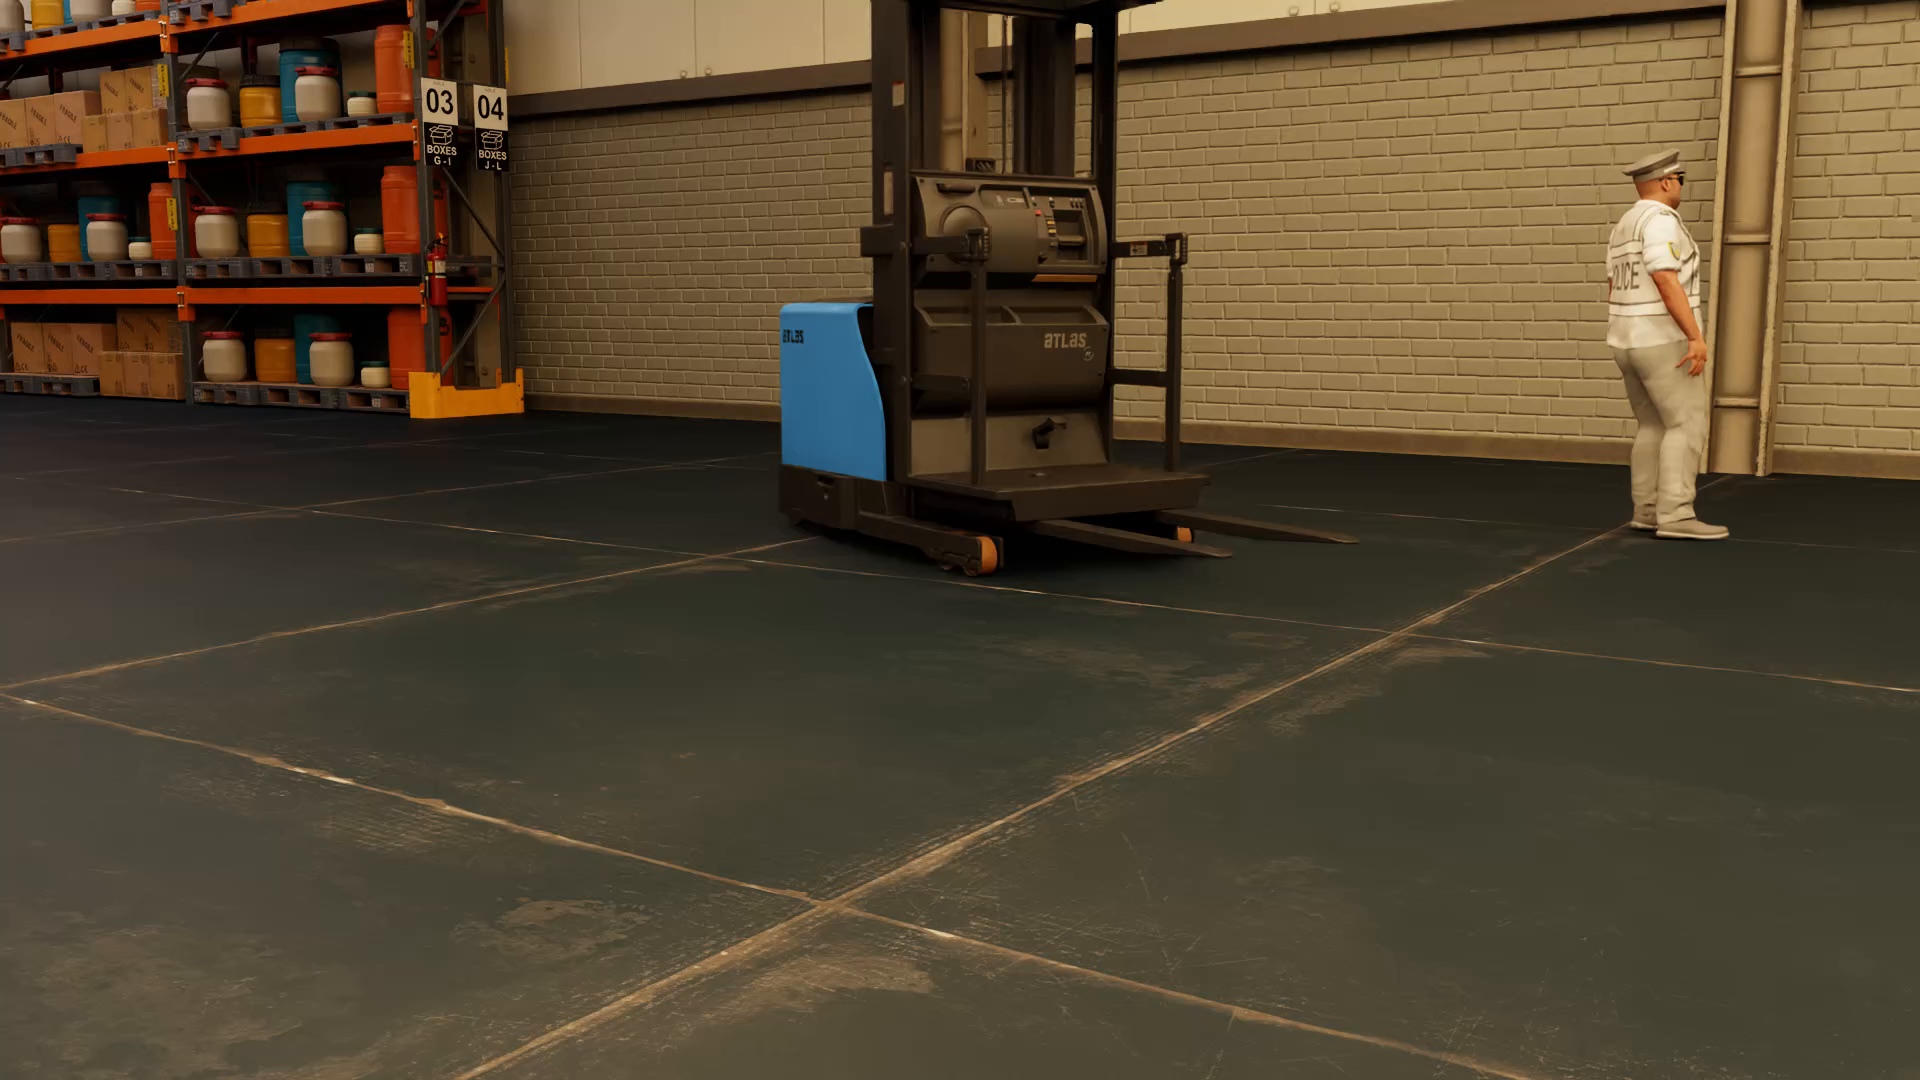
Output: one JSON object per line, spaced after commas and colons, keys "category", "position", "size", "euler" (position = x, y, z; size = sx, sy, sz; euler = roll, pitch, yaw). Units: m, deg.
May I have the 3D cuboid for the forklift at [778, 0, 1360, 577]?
{"category": "forklift", "position": [0.344, -1.380, 6.896], "size": [1.130, 2.935, 3.031], "euler": [-5, 10, -32]}

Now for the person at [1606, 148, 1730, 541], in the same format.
{"category": "person", "position": [3.273, -0.901, 7.688], "size": [0.492, 1.796, 0.624], "euler": [0, 8, -2]}
